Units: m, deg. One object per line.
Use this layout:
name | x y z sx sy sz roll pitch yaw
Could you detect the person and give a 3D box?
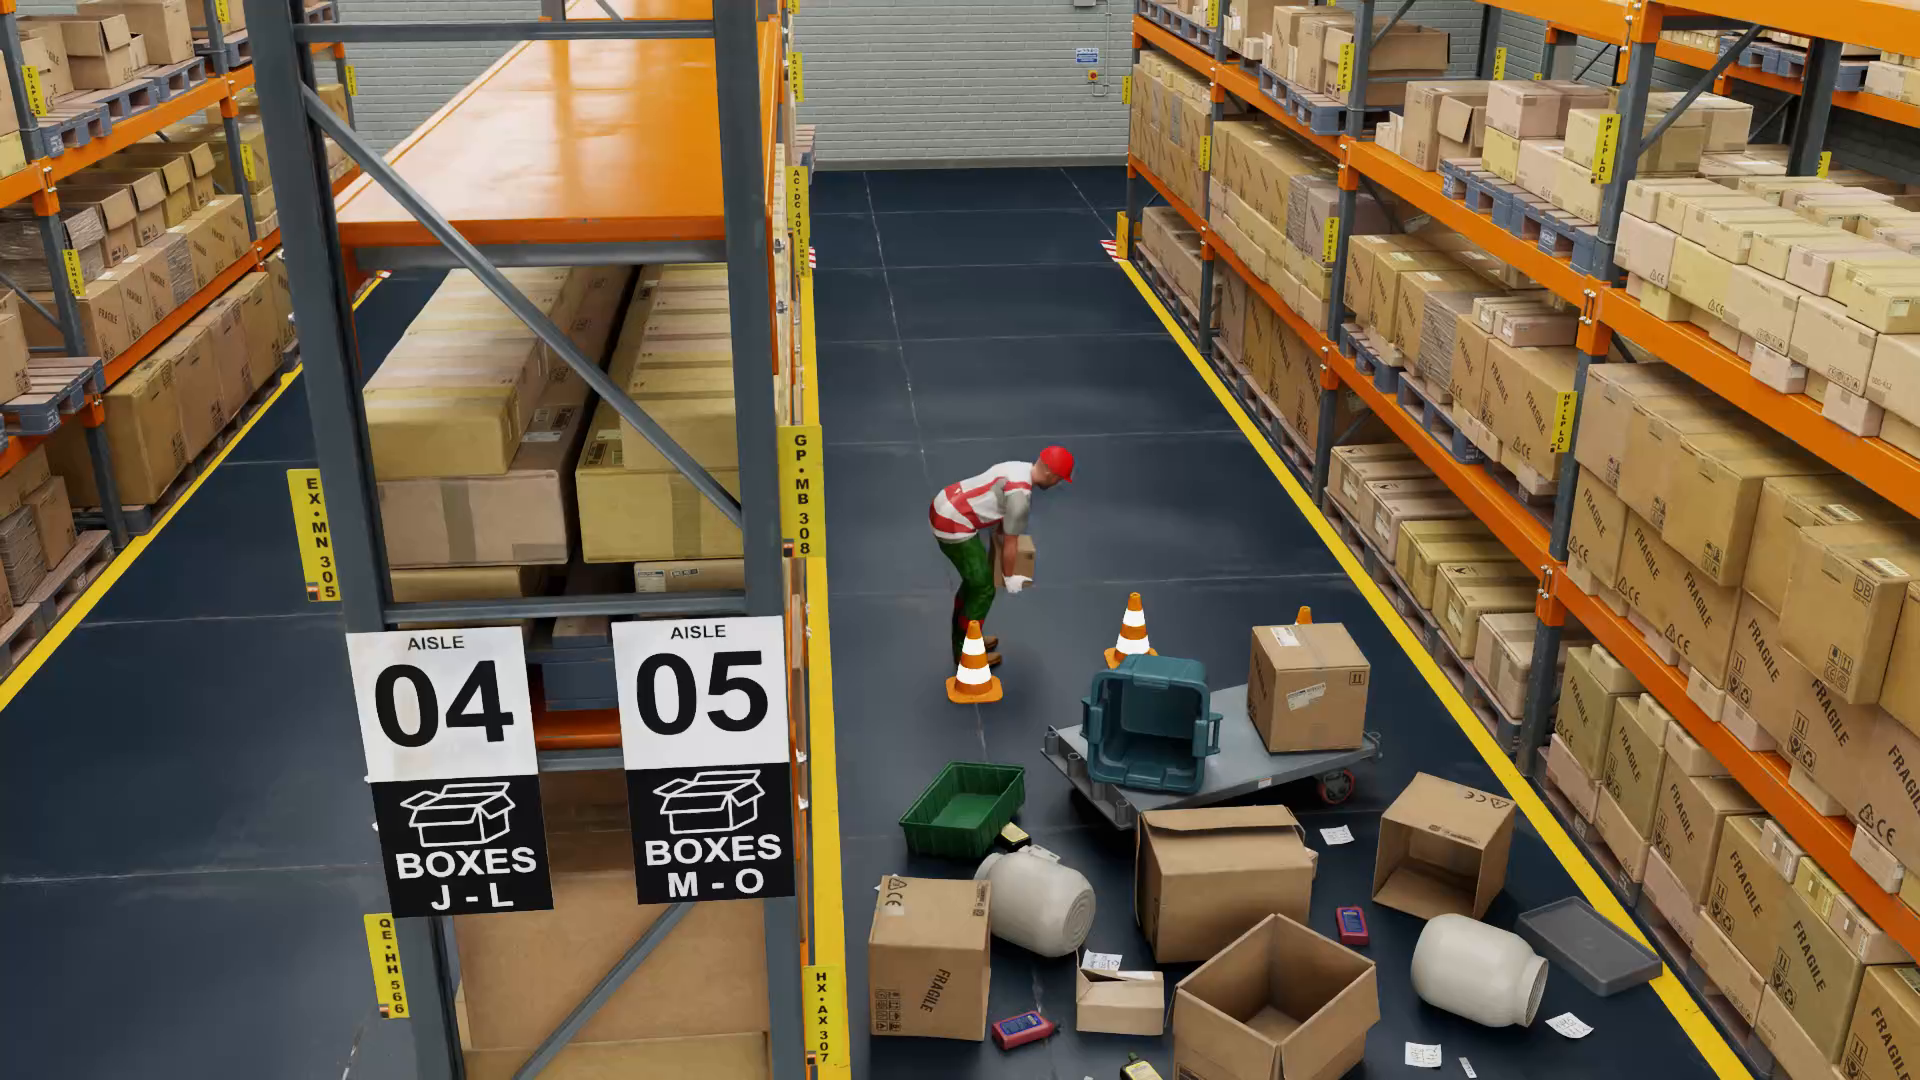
person | 0.253 0.085 10.362 0.888 1.396 0.471 -3 24 -6
